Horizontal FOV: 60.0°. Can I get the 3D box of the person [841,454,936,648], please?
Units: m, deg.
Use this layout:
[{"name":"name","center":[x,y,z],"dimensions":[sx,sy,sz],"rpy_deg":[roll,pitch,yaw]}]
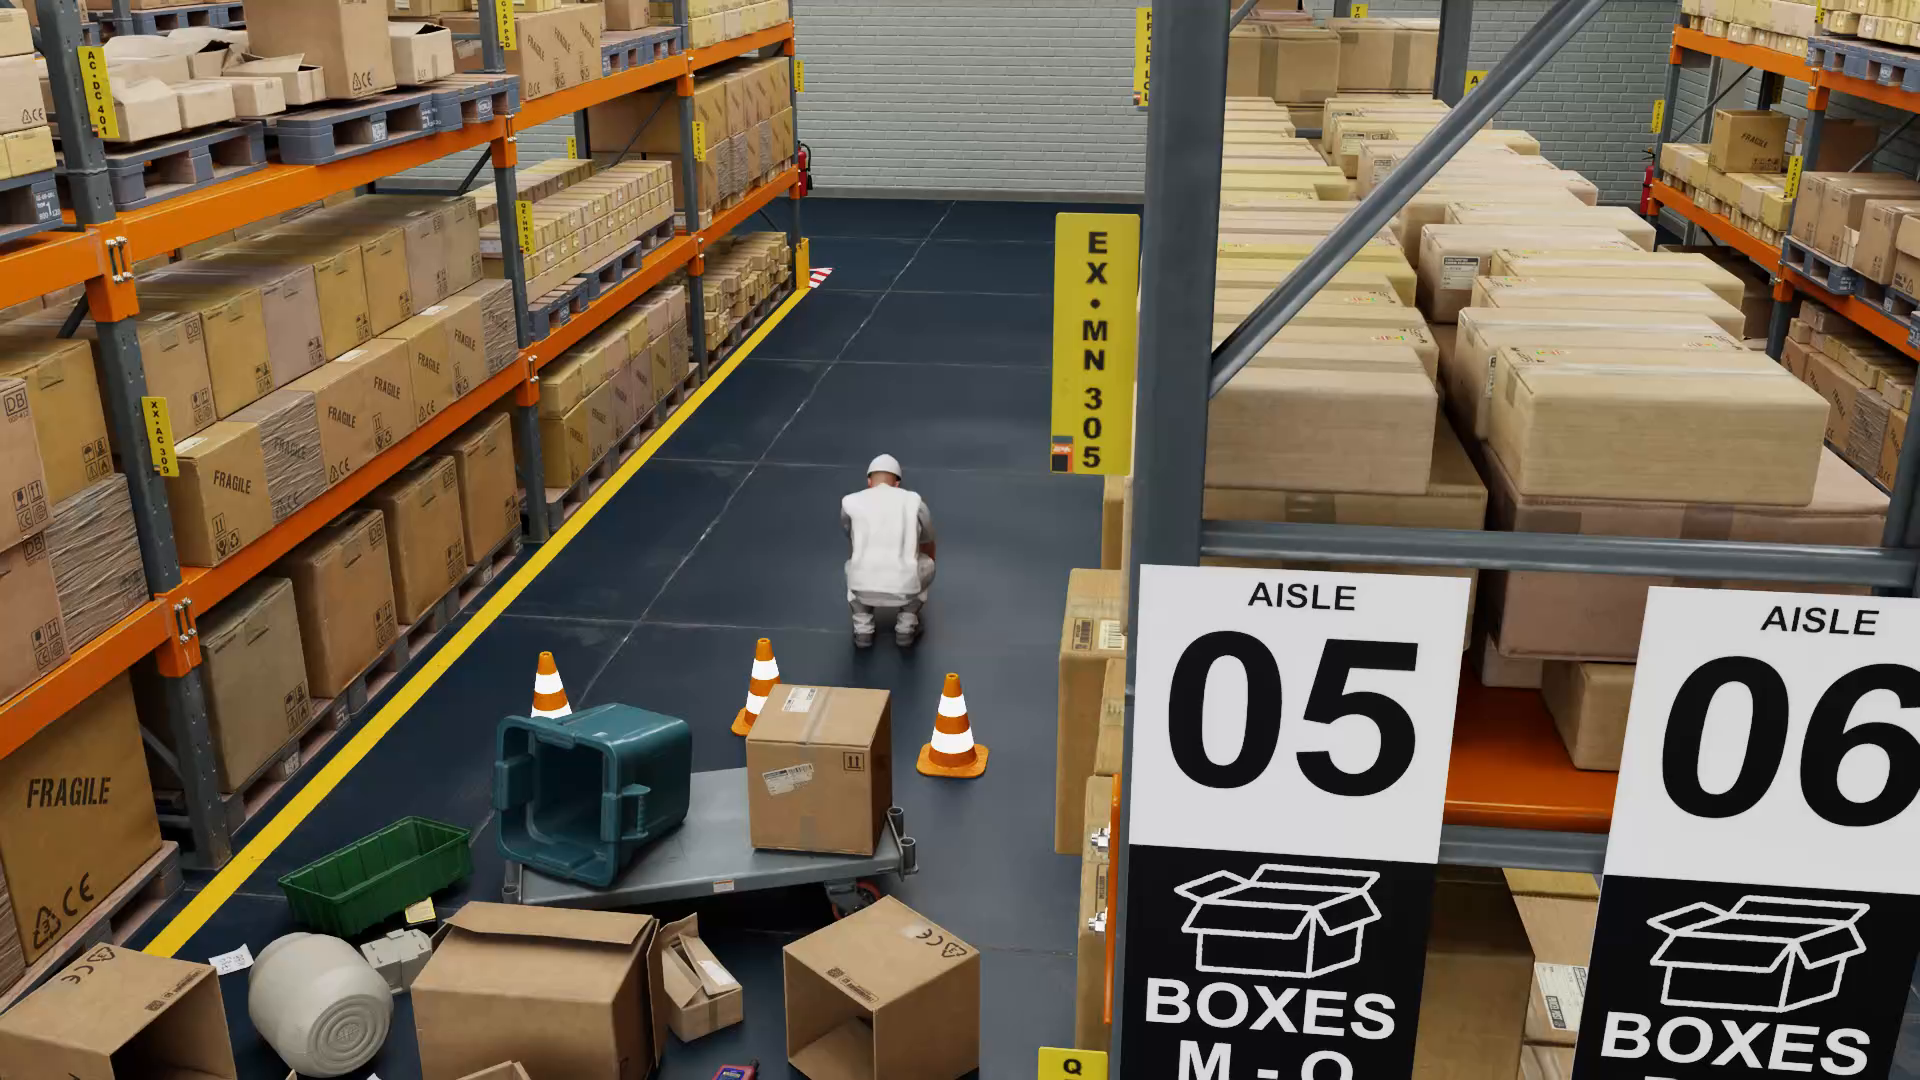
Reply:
[{"name":"person","center":[-0.418,0.065,9.508],"dimensions":[0.549,0.990,0.870],"rpy_deg":[2,21,6]}]
